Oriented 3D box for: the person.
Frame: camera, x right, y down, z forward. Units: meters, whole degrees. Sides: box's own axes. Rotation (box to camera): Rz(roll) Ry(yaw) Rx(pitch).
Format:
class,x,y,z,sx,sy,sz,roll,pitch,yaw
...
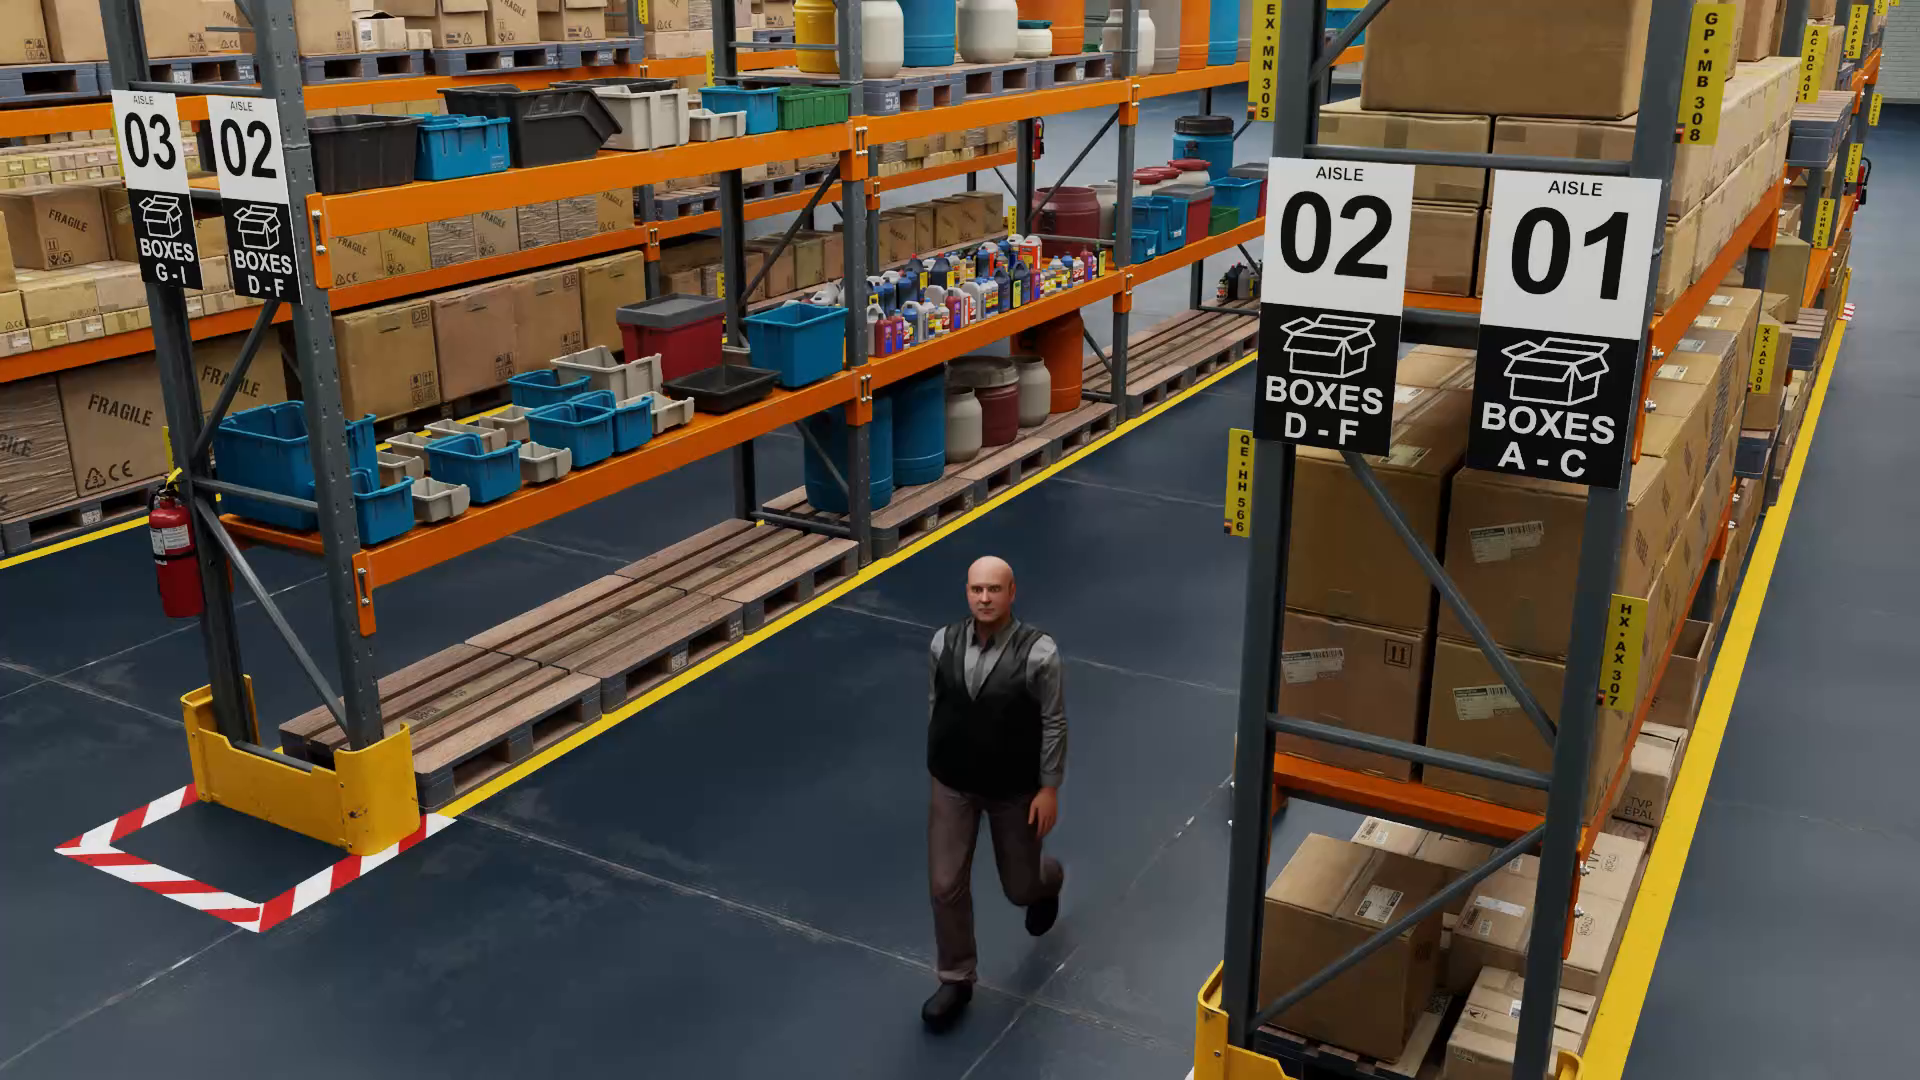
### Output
class,x,y,z,sx,sy,sz,roll,pitch,yaw
person,0.128,0.871,6.109,0.550,1.687,0.856,7,20,19
